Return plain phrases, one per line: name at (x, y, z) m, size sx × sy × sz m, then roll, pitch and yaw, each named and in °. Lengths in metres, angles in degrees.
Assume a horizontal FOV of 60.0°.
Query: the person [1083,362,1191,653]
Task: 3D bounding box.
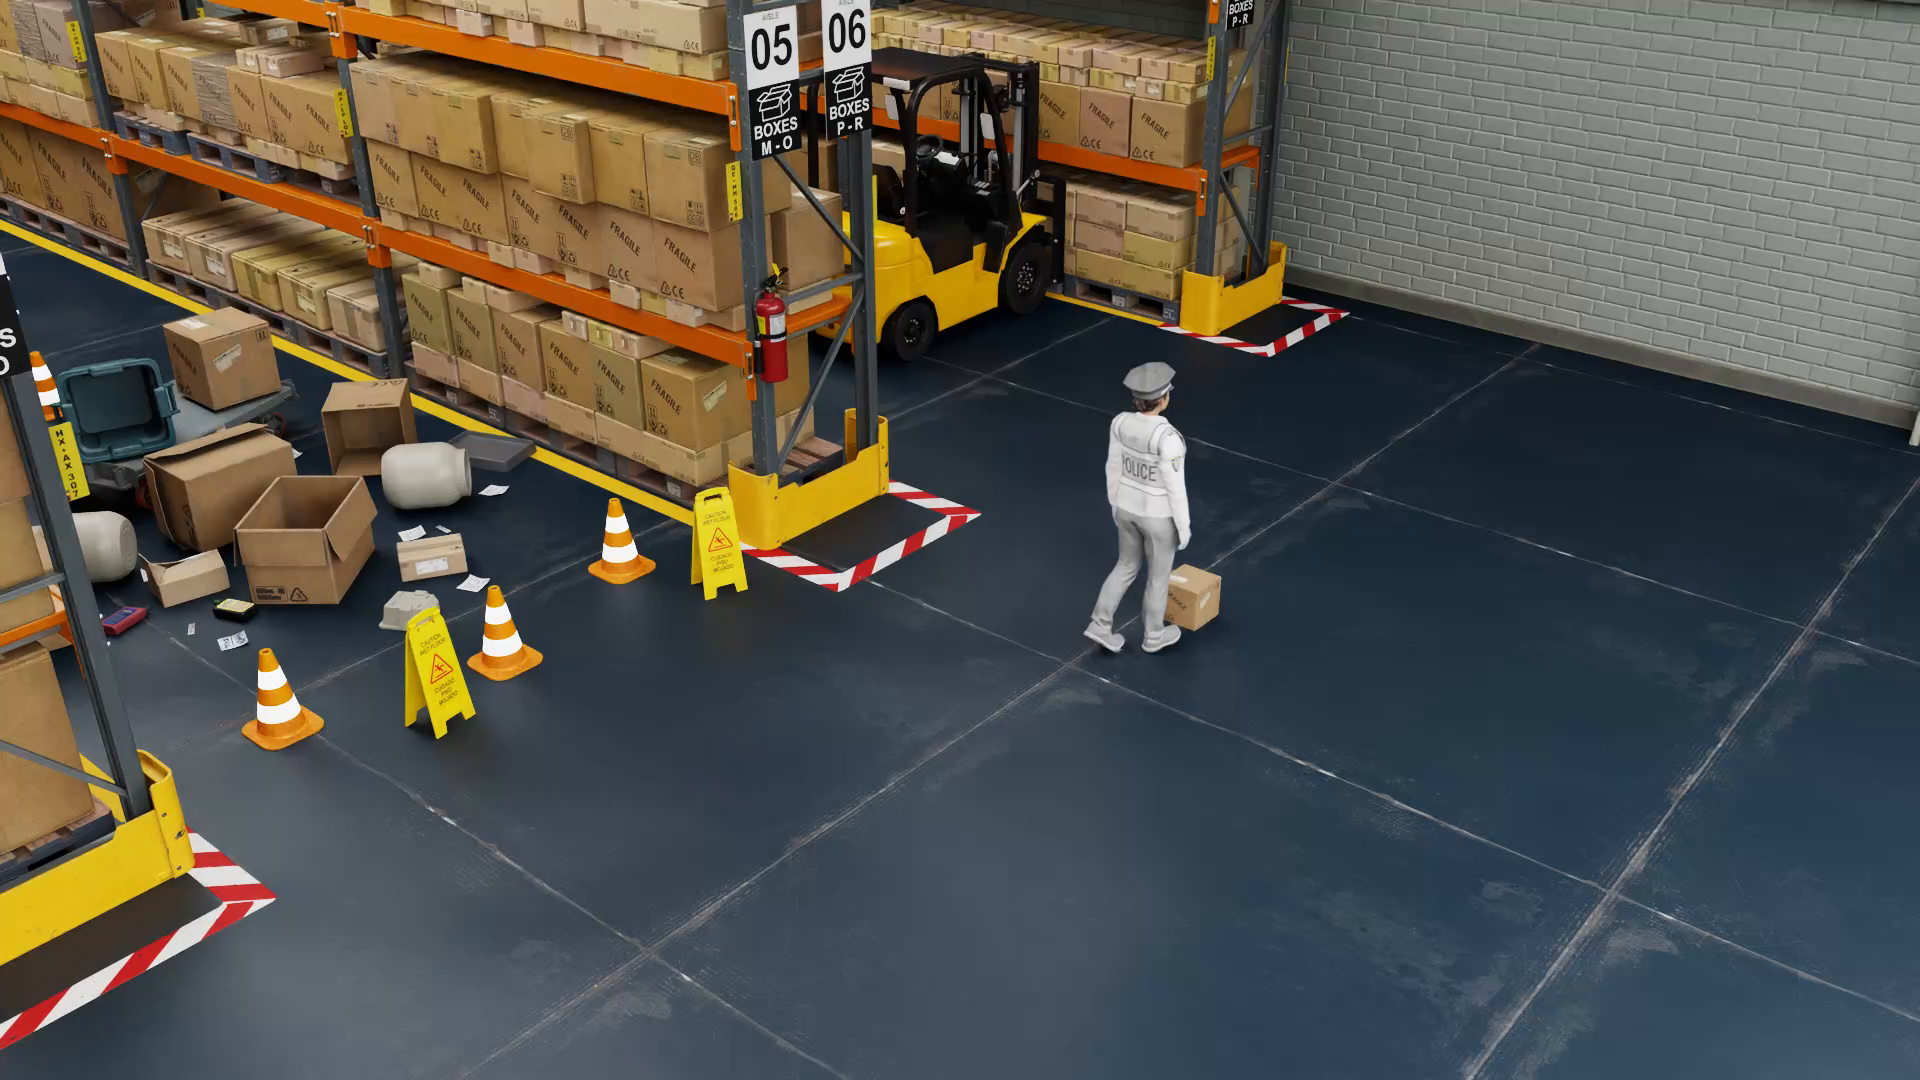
person at (1.006, -0.135, 8.851) m, size 0.542 × 1.691 × 0.506 m, roll -23°, pitch 35°, yaw -37°
